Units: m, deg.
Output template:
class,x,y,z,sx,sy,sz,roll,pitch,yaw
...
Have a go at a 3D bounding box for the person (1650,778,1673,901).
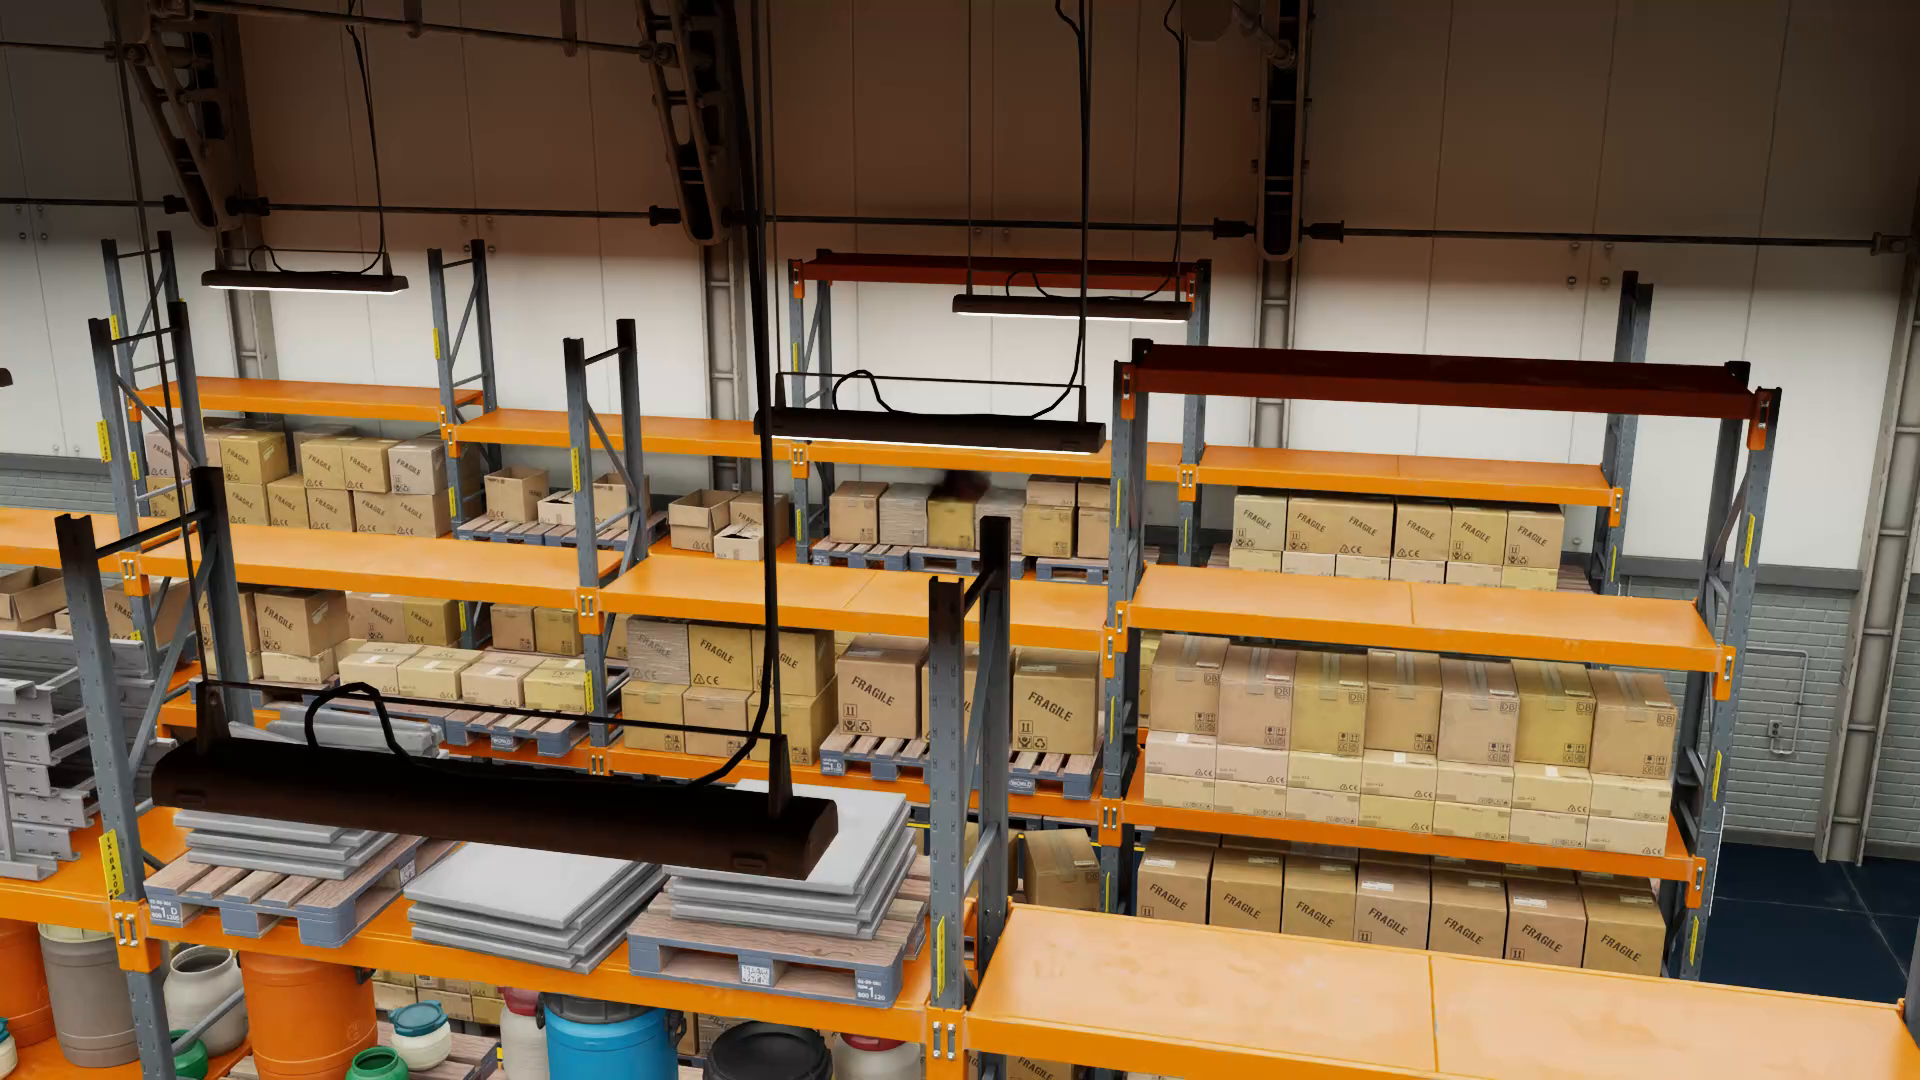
class,x,y,z,sx,sy,sz,roll,pitch,yaw
person,6.228,2.953,15.093,0.483,1.756,0.557,-10,19,-30
